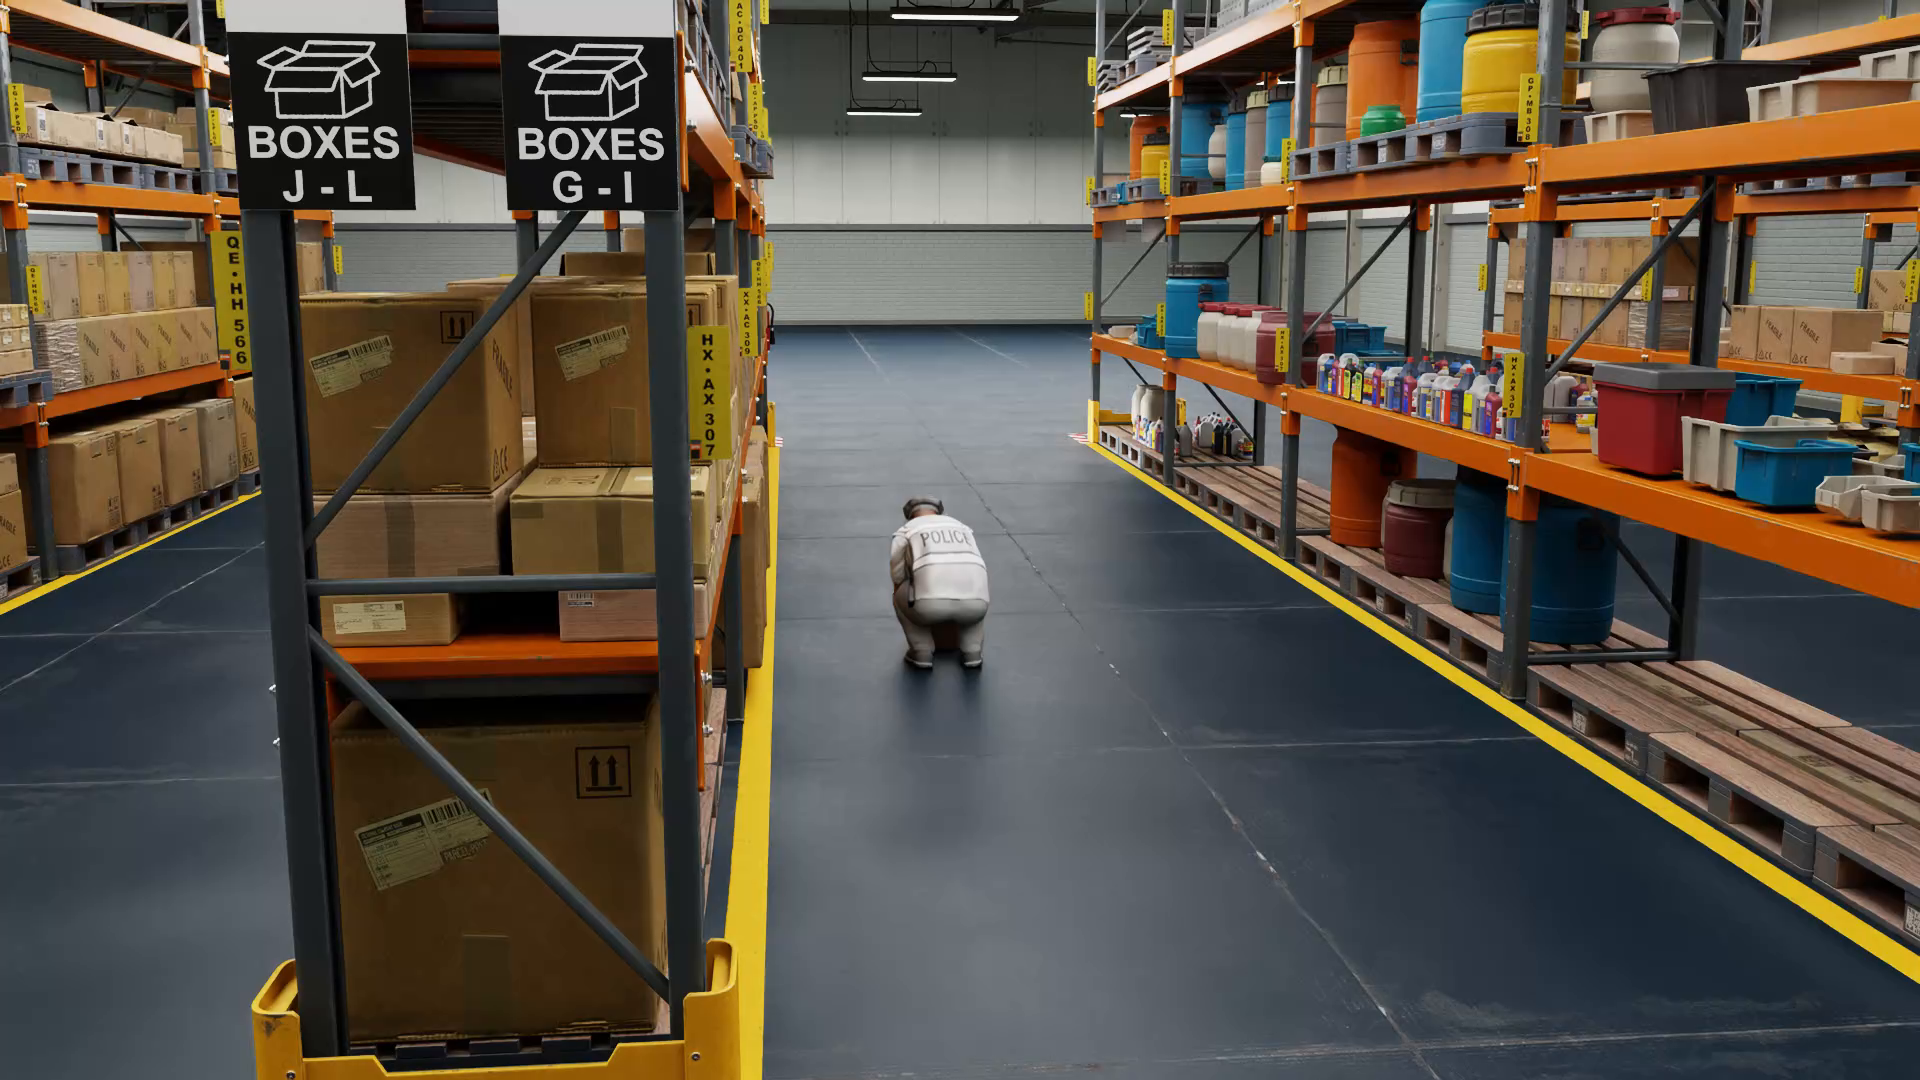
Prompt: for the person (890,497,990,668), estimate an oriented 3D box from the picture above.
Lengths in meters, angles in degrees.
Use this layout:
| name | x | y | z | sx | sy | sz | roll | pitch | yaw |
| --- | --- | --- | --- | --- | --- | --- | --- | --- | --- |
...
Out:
| name | x | y | z | sx | sy | sz | roll | pitch | yaw |
| --- | --- | --- | --- | --- | --- | --- | --- | --- | --- |
| person | -0.114 | 0.245 | 9.539 | 0.556 | 0.903 | 0.956 | -1 | 10 | -7 |
